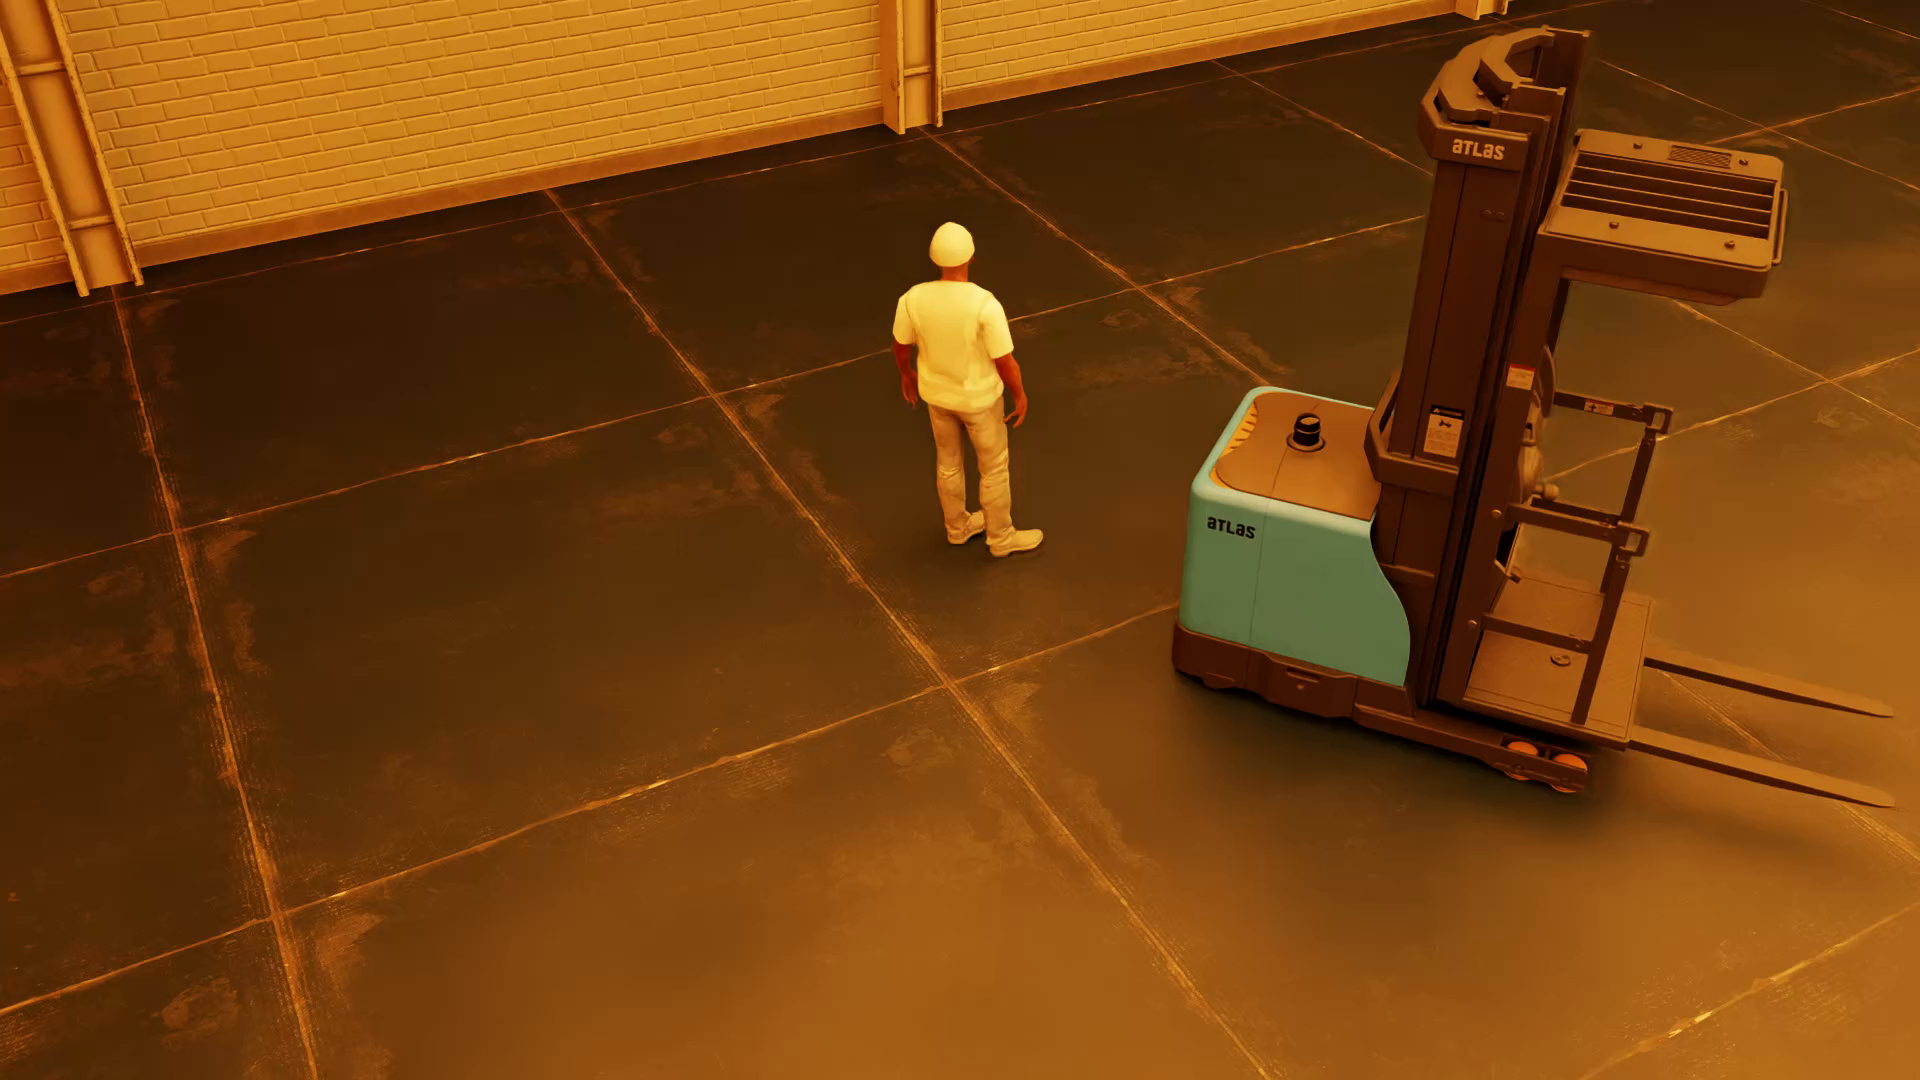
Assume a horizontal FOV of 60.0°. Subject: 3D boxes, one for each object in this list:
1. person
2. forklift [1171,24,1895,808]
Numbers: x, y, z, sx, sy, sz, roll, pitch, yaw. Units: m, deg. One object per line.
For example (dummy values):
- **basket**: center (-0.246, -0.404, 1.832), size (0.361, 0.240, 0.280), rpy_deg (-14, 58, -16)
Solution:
- **person**: center (0.035, -0.729, 8.165), size (0.749, 1.769, 0.425), rpy_deg (14, 37, 18)
- **forklift**: center (2.547, -0.464, 6.780), size (3.031, 2.935, 1.130), rpy_deg (15, 38, 20)
